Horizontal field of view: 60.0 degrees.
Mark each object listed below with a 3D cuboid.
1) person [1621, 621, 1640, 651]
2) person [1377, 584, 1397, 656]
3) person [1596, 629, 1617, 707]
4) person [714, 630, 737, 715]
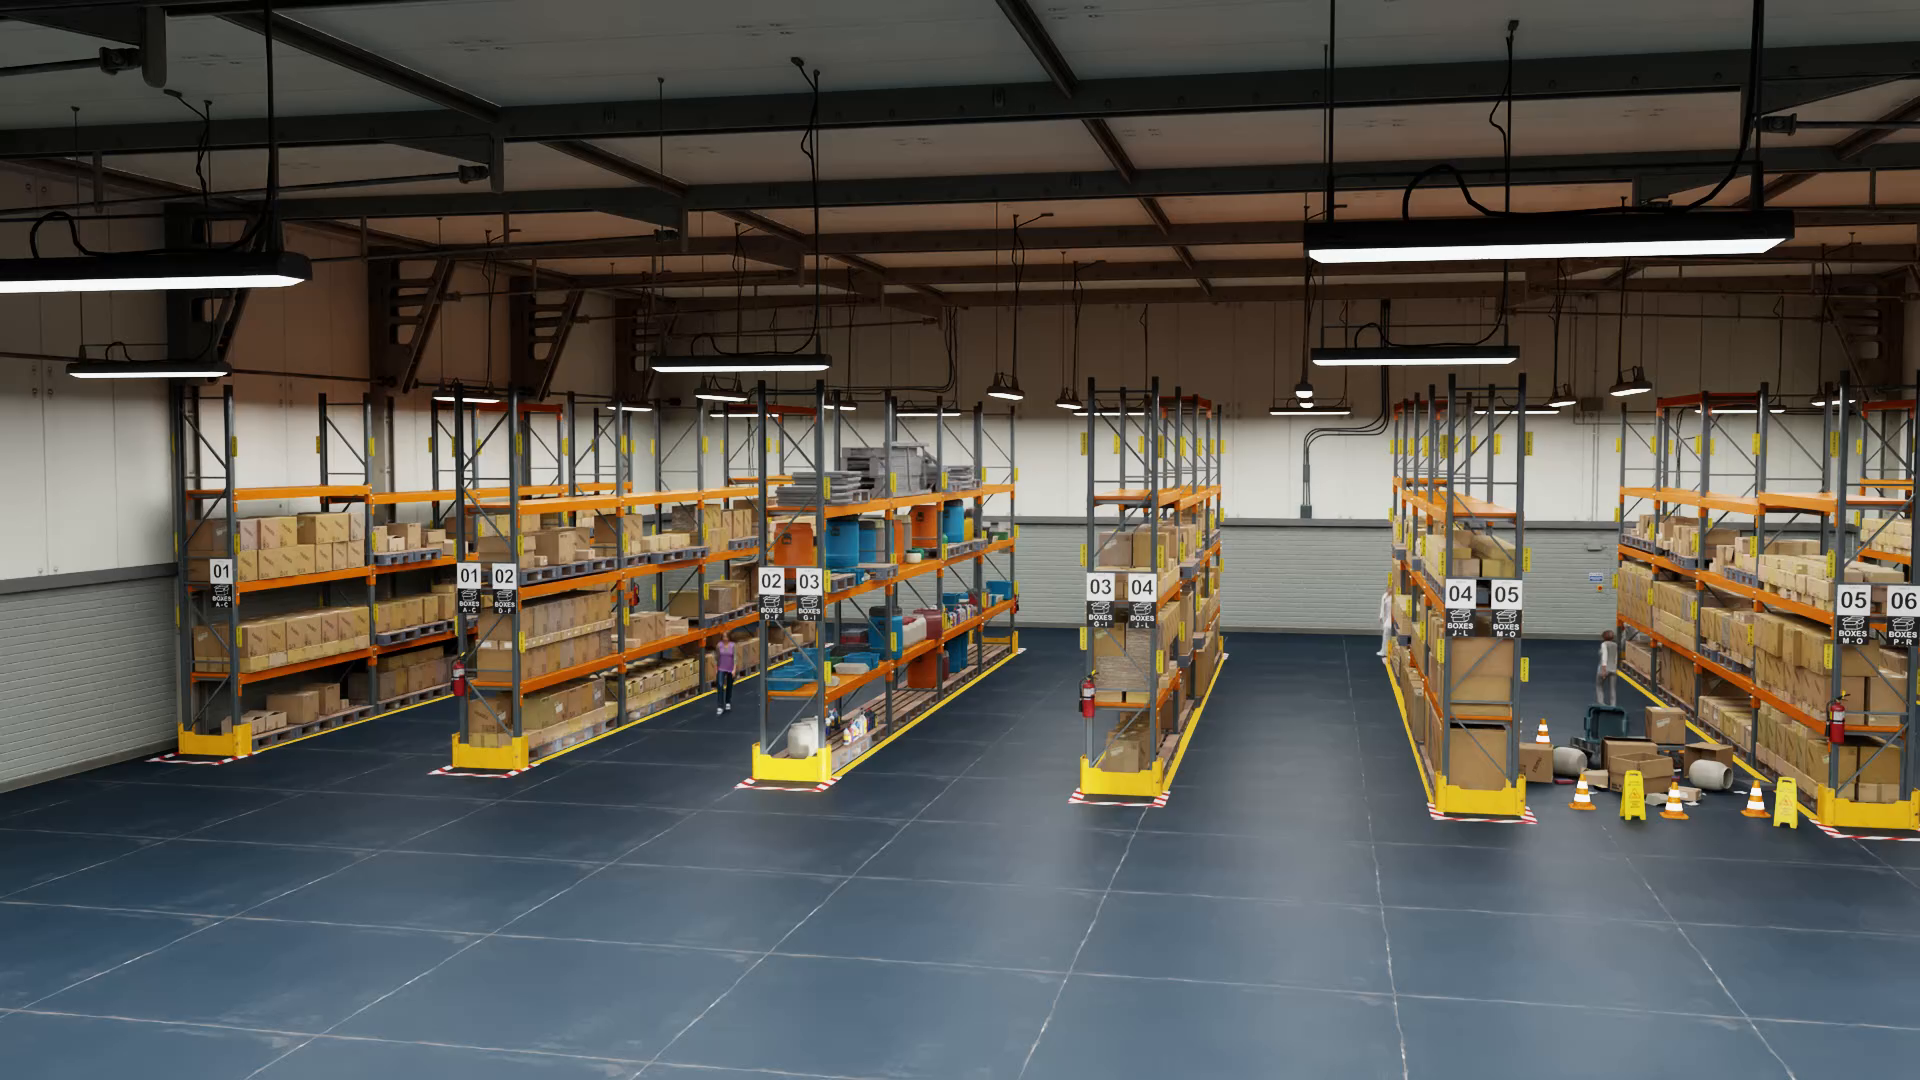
[{"bbox_3d":[15.692,1.970,38.676,0.961,1.736,0.596,3,4,42],"label":"person"},{"bbox_3d":[10.338,1.899,39.786,0.999,1.729,0.600,-1,3,-23],"label":"person"},{"bbox_3d":[12.131,2.498,31.081,0.410,1.587,0.632,0,3,-4],"label":"person"},{"bbox_3d":[-4.402,2.456,31.228,0.437,1.545,0.920,-1,3,-15],"label":"person"}]
